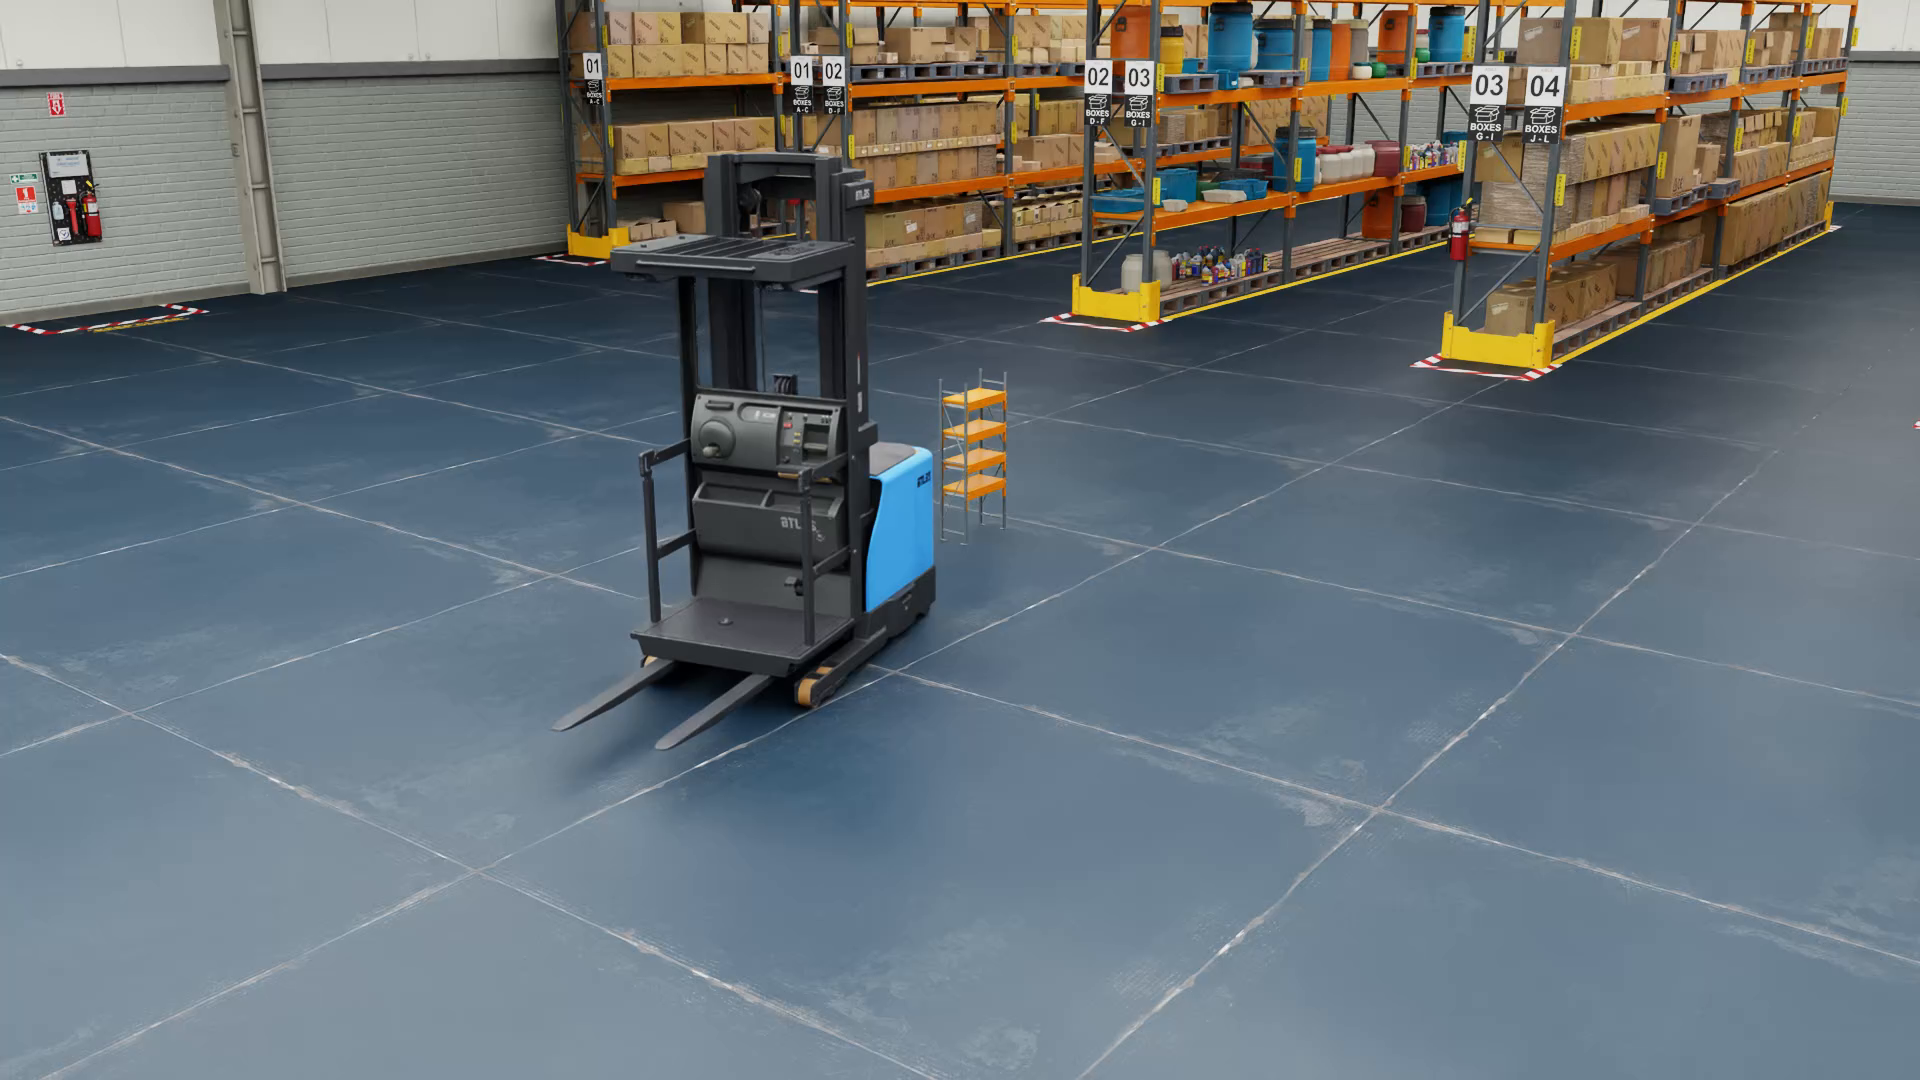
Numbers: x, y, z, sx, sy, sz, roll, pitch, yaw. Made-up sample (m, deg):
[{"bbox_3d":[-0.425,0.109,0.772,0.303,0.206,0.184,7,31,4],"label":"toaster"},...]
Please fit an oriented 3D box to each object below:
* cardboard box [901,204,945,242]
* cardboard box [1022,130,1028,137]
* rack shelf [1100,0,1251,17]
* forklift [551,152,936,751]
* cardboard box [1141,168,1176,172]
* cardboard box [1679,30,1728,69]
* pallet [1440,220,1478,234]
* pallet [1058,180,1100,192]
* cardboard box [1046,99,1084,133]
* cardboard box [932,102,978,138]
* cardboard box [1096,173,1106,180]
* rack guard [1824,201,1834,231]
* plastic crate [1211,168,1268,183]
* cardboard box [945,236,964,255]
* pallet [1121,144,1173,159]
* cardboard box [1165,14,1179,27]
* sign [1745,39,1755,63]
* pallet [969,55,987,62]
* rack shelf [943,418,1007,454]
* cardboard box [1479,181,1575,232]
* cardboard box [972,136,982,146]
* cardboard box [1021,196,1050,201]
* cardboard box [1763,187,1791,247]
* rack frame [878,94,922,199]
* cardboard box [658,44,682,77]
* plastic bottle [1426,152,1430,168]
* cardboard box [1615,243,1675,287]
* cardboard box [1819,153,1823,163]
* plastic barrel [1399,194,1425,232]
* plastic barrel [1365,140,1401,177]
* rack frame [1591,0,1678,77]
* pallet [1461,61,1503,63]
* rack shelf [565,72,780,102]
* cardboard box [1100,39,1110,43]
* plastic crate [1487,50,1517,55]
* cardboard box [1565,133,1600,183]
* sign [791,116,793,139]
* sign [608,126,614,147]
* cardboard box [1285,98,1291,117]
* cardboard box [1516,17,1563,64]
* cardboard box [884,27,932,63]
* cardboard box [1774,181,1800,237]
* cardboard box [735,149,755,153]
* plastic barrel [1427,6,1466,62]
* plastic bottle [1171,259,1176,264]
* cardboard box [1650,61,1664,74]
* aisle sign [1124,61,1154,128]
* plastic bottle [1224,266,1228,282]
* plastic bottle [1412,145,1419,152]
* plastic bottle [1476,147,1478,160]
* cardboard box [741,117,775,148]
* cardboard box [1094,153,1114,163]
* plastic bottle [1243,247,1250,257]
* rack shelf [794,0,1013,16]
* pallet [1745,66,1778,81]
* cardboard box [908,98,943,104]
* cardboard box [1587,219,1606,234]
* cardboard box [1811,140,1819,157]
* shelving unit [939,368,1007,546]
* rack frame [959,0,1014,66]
[{"bbox_3d":[-0.575,-4.875,25.549,0.500,0.500,0.500,12,21,35],"label":"cardboard box"},{"bbox_3d":[1.226,-8.676,35.515,0.380,0.149,0.250,13,21,35],"label":"cardboard box"},{"bbox_3d":[3.989,-9.897,30.827,1.077,0.370,4.000,12,21,35],"label":"rack shelf"},{"bbox_3d":[-1.186,-0.608,9.258,1.130,2.935,3.031,7,19,21],"label":"forklift"},{"bbox_3d":[3.803,-6.987,31.895,0.500,0.250,0.500,12,21,34],"label":"cardboard box"},{"bbox_3d":[10.064,-6.661,22.565,0.500,0.500,0.500,13,21,36],"label":"cardboard box"},{"bbox_3d":[8.664,-5.658,30.109,1.003,0.211,1.213,12,21,35],"label":"pallet"},{"bbox_3d":[2.443,-8.045,37.793,1.003,0.211,1.213,12,21,35],"label":"pallet"},{"bbox_3d":[2.402,-9.535,37.384,0.980,0.700,0.700,11,20,32],"label":"cardboard box"},{"bbox_3d":[-0.145,-6.577,26.010,0.700,0.500,0.500,12,21,35],"label":"cardboard box"},{"bbox_3d":[2.949,-8.573,38.300,0.700,0.500,0.500,12,21,35],"label":"cardboard box"},{"bbox_3d":[15.532,-6.056,30.902,1.175,0.500,0.348,12,21,35],"label":"rack guard"},{"bbox_3d":[3.976,-5.129,23.808,0.767,0.338,0.504,12,21,35],"label":"plastic crate"},{"bbox_3d":[-0.278,-4.637,26.045,0.500,0.250,0.500,12,21,35],"label":"cardboard box"},{"bbox_3d":[3.145,-7.172,30.605,1.213,0.211,1.003,12,21,35],"label":"pallet"},{"bbox_3d":[3.670,-9.394,30.522,0.500,0.500,0.500,12,21,35],"label":"cardboard box"},{"bbox_3d":[11.186,-6.922,23.545,0.100,0.325,0.005,12,21,35],"label":"sign"},{"bbox_3d":[-0.178,-9.736,33.800,1.003,0.211,1.213,14,22,37],"label":"pallet"},{"bbox_3d":[0.099,-0.762,12.146,0.258,0.148,0.480,12,21,35],"label":"rack shelf"},{"bbox_3d":[6.334,-3.749,18.589,0.875,0.500,0.500,12,21,35],"label":"cardboard box"},{"bbox_3d":[0.121,-6.271,26.117,0.380,0.149,0.250,12,21,33],"label":"cardboard box"},{"bbox_3d":[1.332,-5.802,28.853,0.500,0.311,0.500,12,21,34],"label":"cardboard box"},{"bbox_3d":[12.769,-5.321,27.196,1.225,0.875,0.875,12,21,35],"label":"cardboard box"},{"bbox_3d":[-1.183,-7.964,32.833,1.000,3.000,0.127,12,21,35],"label":"rack frame"},{"bbox_3d":[-4.895,-7.830,27.141,0.500,0.500,0.500,14,22,37],"label":"cardboard box"},{"bbox_3d":[7.875,-6.418,28.070,0.097,0.271,0.097,0,17,0],"label":"plastic bottle"},{"bbox_3d":[9.383,-3.788,22.858,0.700,0.500,0.500,10,20,30],"label":"cardboard box"},{"bbox_3d":[14.963,-6.738,29.306,0.380,0.149,0.250,12,21,33],"label":"cardboard box"},{"bbox_3d":[7.724,-5.651,28.742,0.600,0.588,0.708,12,21,35],"label":"plastic barrel"},{"bbox_3d":[6.740,-6.115,26.647,0.600,0.536,0.708,12,21,35],"label":"plastic barrel"},{"bbox_3d":[8.368,-7.251,20.420,1.000,3.000,0.127,12,21,35],"label":"rack frame"},{"bbox_3d":[8.768,-8.305,29.190,1.213,0.211,1.003,12,21,35],"label":"pallet"},{"bbox_3d":[-4.758,-7.624,27.893,1.077,0.370,4.000,12,21,35],"label":"rack shelf"},{"bbox_3d":[3.051,-11.134,37.356,0.500,0.250,0.500,11,21,33],"label":"cardboard box"},{"bbox_3d":[10.409,-9.207,31.880,0.504,0.338,0.767,12,21,35],"label":"plastic crate"},{"bbox_3d":[6.835,-4.301,18.680,0.500,0.500,0.500,12,21,35],"label":"cardboard box"},{"bbox_3d":[-2.397,-5.950,23.994,0.100,0.325,0.005,12,21,35],"label":"sign"},{"bbox_3d":[-5.514,-6.377,26.260,0.100,0.325,0.005,12,21,35],"label":"sign"},{"bbox_3d":[6.608,-8.999,34.310,0.500,0.500,0.500,13,22,36],"label":"cardboard box"},{"bbox_3d":[6.705,-5.708,18.996,0.500,0.500,0.500,12,21,35],"label":"cardboard box"},{"bbox_3d":[-0.760,-7.279,24.457,0.500,0.500,0.500,12,21,35],"label":"cardboard box"},{"bbox_3d":[13.592,-5.620,28.159,0.875,0.875,0.875,12,21,35],"label":"cardboard box"},{"bbox_3d":[-3.909,-6.666,28.871,0.500,0.250,0.500,13,21,35],"label":"cardboard box"},{"bbox_3d":[8.263,-8.605,28.286,0.600,0.901,0.708,12,21,35],"label":"plastic barrel"},{"bbox_3d":[2.921,-3.788,23.234,0.152,0.276,0.135,13,21,35],"label":"plastic bottle"},{"bbox_3d":[8.406,-5.809,20.414,0.380,0.149,0.250,13,22,36],"label":"cardboard box"},{"bbox_3d":[2.199,-5.481,20.452,0.394,0.787,0.004,12,21,35],"label":"aisle sign"},{"bbox_3d":[3.660,-3.688,23.038,0.097,0.201,0.097,0,17,0],"label":"plastic bottle"},{"bbox_3d":[8.023,-6.844,29.433,0.152,0.276,0.135,12,21,35],"label":"plastic bottle"},{"bbox_3d":[9.182,-6.956,29.796,0.152,0.276,0.135,12,21,35],"label":"plastic bottle"},{"bbox_3d":[-3.600,-7.141,29.135,0.500,0.500,0.500,12,21,35],"label":"cardboard box"},{"bbox_3d":[2.484,-6.707,29.207,0.380,0.149,0.250,12,21,35],"label":"cardboard box"},{"bbox_3d":[4.122,-4.027,23.879,0.144,0.351,0.185,12,21,35],"label":"plastic bottle"},{"bbox_3d":[-0.777,-7.991,24.691,1.077,0.370,4.000,12,21,35],"label":"rack shelf"},{"bbox_3d":[11.756,-7.111,25.344,1.003,0.211,1.213,14,22,37],"label":"pallet"},{"bbox_3d":[-0.688,-8.591,32.883,0.500,0.250,0.500,13,22,36],"label":"cardboard box"},{"bbox_3d":[7.317,-3.679,19.457,0.380,0.149,0.250,12,21,35],"label":"cardboard box"},{"bbox_3d":[14.529,-6.785,28.787,0.500,0.250,0.500,12,21,35],"label":"cardboard box"},{"bbox_3d":[0.099,-0.612,12.193,0.258,1.200,0.503,12,21,35],"label":"shelving unit"},{"bbox_3d":[0.414,-9.002,26.059,1.000,3.000,0.127,12,21,35],"label":"rack frame"}]
